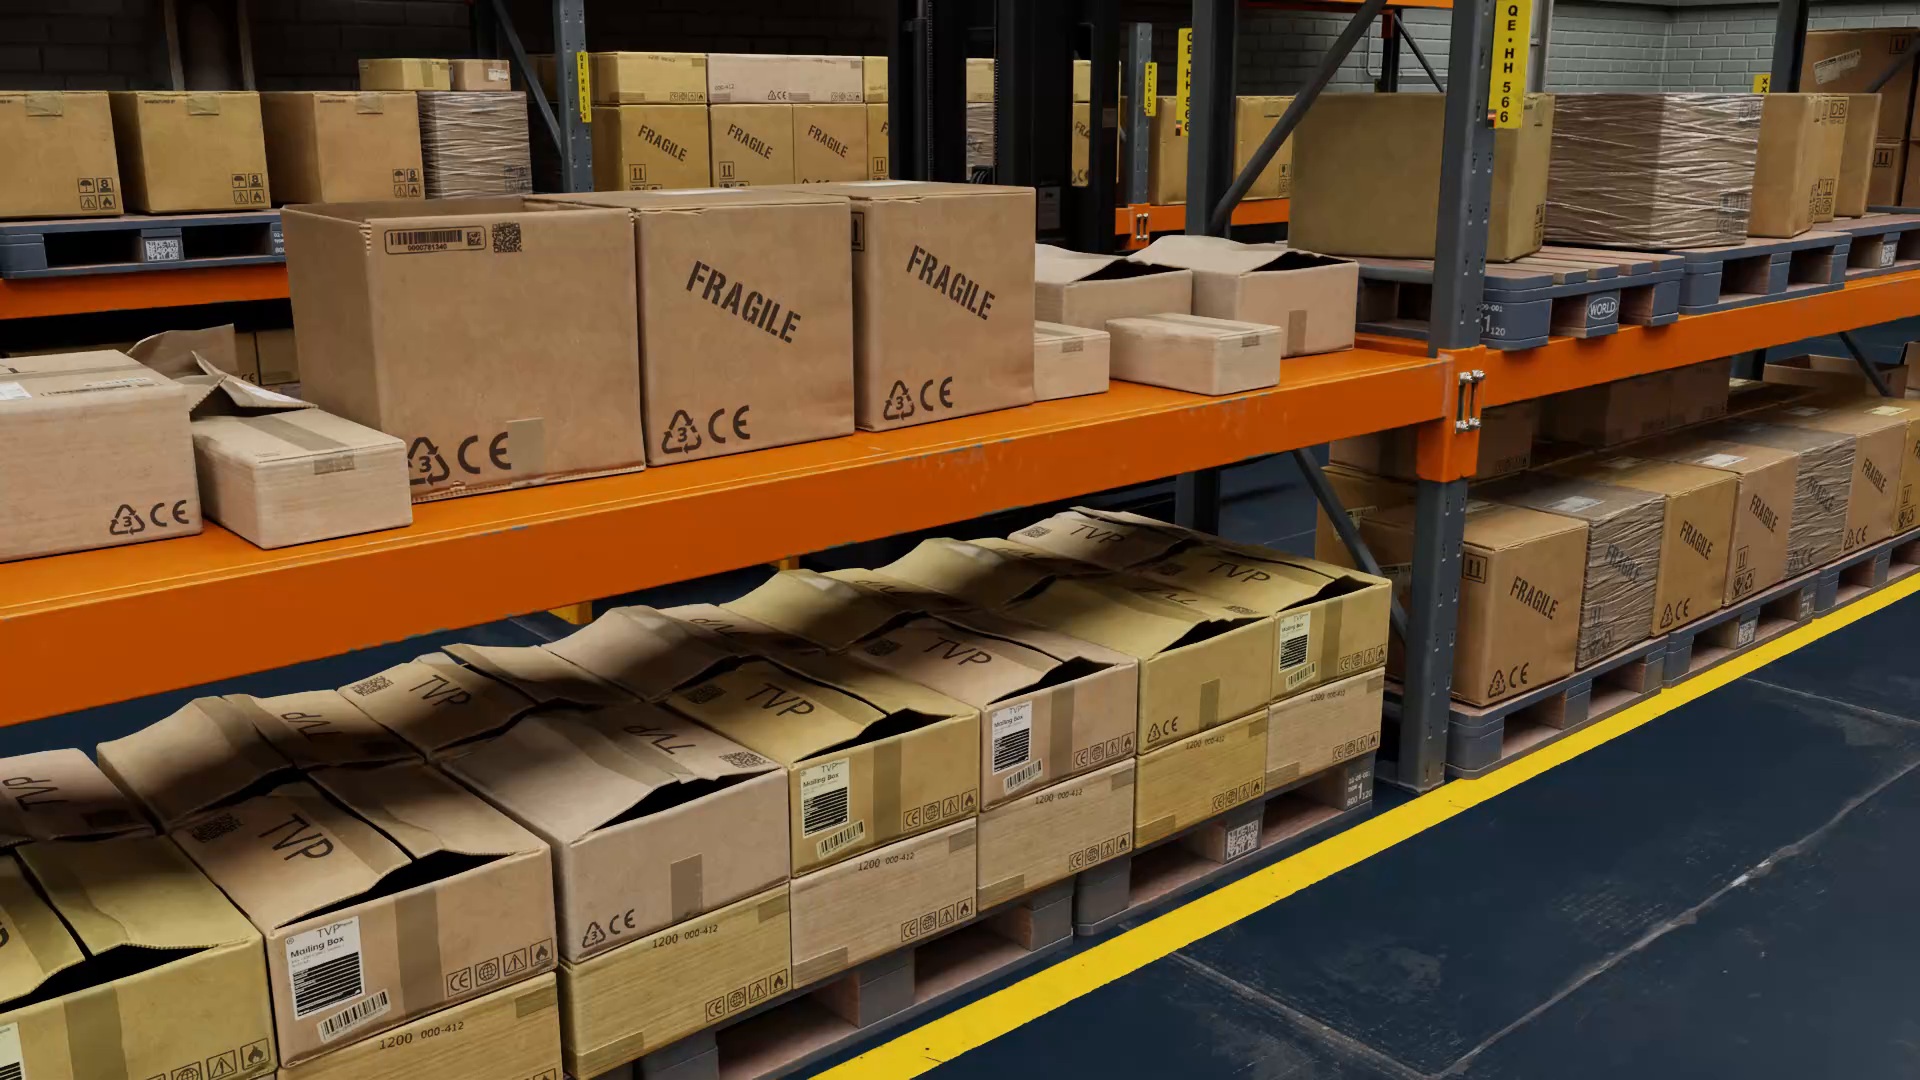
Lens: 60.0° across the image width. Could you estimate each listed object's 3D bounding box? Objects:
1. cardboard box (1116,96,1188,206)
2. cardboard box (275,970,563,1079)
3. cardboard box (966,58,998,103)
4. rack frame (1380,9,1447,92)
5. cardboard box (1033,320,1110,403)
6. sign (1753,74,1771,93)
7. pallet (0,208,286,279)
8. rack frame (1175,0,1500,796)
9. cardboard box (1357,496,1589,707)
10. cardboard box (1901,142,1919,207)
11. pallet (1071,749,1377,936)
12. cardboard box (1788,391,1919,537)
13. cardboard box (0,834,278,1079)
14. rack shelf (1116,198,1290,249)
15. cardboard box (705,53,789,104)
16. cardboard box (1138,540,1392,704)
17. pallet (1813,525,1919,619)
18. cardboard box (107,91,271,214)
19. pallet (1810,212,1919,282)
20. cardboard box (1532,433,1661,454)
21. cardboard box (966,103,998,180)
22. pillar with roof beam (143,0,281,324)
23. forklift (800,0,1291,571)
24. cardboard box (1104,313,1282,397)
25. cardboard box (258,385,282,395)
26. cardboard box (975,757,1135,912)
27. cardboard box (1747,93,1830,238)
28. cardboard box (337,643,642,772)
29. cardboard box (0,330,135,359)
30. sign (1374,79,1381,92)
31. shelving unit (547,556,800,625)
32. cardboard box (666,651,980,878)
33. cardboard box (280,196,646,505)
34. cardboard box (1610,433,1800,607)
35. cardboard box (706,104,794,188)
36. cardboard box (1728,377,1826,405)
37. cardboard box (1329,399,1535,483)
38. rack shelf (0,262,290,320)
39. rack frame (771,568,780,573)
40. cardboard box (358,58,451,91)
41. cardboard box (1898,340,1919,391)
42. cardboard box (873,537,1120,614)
[{"bbox_3d":[1.262,-2.674,11.368,0.700,0.700,0.980,-12,19,-39],"label":"cardboard box"},{"bbox_3d":[-1.085,0.898,3.092,0.500,0.250,0.500,-12,19,-38],"label":"cardboard box"},{"bbox_3d":[-0.119,-2.704,9.800,0.500,0.250,0.500,-12,19,-38],"label":"cardboard box"},{"bbox_3d":[3.859,-3.118,13.611,0.127,3.000,1.000,-13,19,-39],"label":"rack frame"},{"bbox_3d":[0.154,-0.451,4.112,0.250,0.149,0.380,-11,18,-35],"label":"cardboard box"},{"bbox_3d":[3.734,-1.999,7.745,0.005,0.325,0.100,-13,19,-39],"label":"sign"},{"bbox_3d":[-3.642,-1.327,7.277,1.213,0.211,1.003,-13,19,-39],"label":"pallet"},{"bbox_3d":[1.079,-0.799,4.929,0.127,3.000,1.000,-13,19,-39],"label":"rack frame"},{"bbox_3d":[1.610,0.174,5.276,0.500,0.500,0.500,-12,19,-37],"label":"cardboard box"},{"bbox_3d":[4.660,-1.558,7.578,0.500,0.500,0.500,-12,19,-38],"label":"cardboard box"},{"bbox_3d":[0.432,0.680,4.796,1.213,0.211,1.003,-13,19,-39],"label":"pallet"},{"bbox_3d":[3.912,-0.342,7.210,0.500,0.500,0.500,-13,20,-40],"label":"cardboard box"},{"bbox_3d":[-1.463,0.712,2.701,0.500,0.311,0.500,-13,19,-39],"label":"cardboard box"},{"bbox_3d":[2.351,-2.432,12.435,4.000,0.370,1.077,-13,19,-39],"label":"rack shelf"},{"bbox_3d":[-1.259,-2.445,8.828,0.500,0.250,0.500,-13,20,-40],"label":"cardboard box"},{"bbox_3d":[0.845,0.192,4.646,0.500,0.311,0.500,-12,19,-38],"label":"cardboard box"},{"bbox_3d":[3.508,0.016,7.283,1.213,0.211,1.003,-13,19,-39],"label":"pallet"},{"bbox_3d":[-3.449,-1.727,7.356,0.500,0.500,0.700,-13,19,-39],"label":"cardboard box"},{"bbox_3d":[3.422,-1.270,7.064,1.213,0.211,1.003,-13,19,-39],"label":"pallet"},{"bbox_3d":[2.413,-0.186,6.625,0.500,0.500,0.500,-14,20,-41],"label":"cardboard box"},{"bbox_3d":[-0.104,-2.343,9.901,0.500,0.500,0.500,-13,19,-39],"label":"cardboard box"},{"bbox_3d":[-0.898,-3.771,4.432,0.400,9.000,9.100,-13,19,-39],"label":"pillar with roof beam"},{"bbox_3d":[0.474,-1.523,7.772,3.031,2.935,1.130,-13,20,-40],"label":"forklift"},{"bbox_3d":[0.582,-0.472,4.190,0.250,0.149,0.380,-13,19,-39],"label":"cardboard box"},{"bbox_3d":[-3.506,-0.481,7.731,0.500,0.500,0.700,-13,20,-40],"label":"cardboard box"},{"bbox_3d":[0.074,0.636,4.072,0.500,0.250,0.500,-12,19,-38],"label":"cardboard box"},{"bbox_3d":[2.804,-1.417,6.234,0.700,0.500,0.500,10,18,33],"label":"cardboard box"},{"bbox_3d":[-1.055,0.435,3.736,0.500,0.311,0.500,-13,20,-40],"label":"cardboard box"},{"bbox_3d":[-3.929,-0.745,7.263,0.500,0.250,0.500,-13,20,-41],"label":"cardboard box"},{"bbox_3d":[3.500,-3.684,13.897,0.005,0.325,0.100,-13,19,-39],"label":"sign"},{"bbox_3d":[-1.283,-0.537,6.855,1.083,1.500,0.587,-12,19,-39],"label":"shelving unit"},{"bbox_3d":[-0.304,0.451,3.677,0.500,0.311,0.500,-12,19,-38],"label":"cardboard box"},{"bbox_3d":[-0.951,-0.386,3.189,0.500,0.500,0.500,-11,18,-35],"label":"cardboard box"},{"bbox_3d":[2.773,-0.089,6.261,0.500,0.500,0.500,-14,20,-41],"label":"cardboard box"},{"bbox_3d":[-1.240,-2.084,8.930,0.500,0.500,0.500,-12,19,-38],"label":"cardboard box"},{"bbox_3d":[3.572,-0.447,7.603,0.500,0.500,0.500,-14,20,-42],"label":"cardboard box"},{"bbox_3d":[1.670,-0.381,5.901,0.500,0.250,0.500,-12,19,-37],"label":"cardboard box"},{"bbox_3d":[-3.684,-1.077,7.362,4.000,0.370,1.077,-13,19,-39],"label":"rack shelf"},{"bbox_3d":[-0.904,-0.621,7.170,0.032,1.500,0.500,-12,19,-39],"label":"rack frame"},{"bbox_3d":[-2.649,-2.215,7.928,0.380,0.149,0.250,12,19,38],"label":"cardboard box"},{"bbox_3d":[5.510,-0.803,8.927,0.637,0.503,0.797,-13,19,-39],"label":"cardboard box"},{"bbox_3d":[0.100,0.178,4.700,0.500,0.311,0.500,-13,20,-41],"label":"cardboard box"}]
